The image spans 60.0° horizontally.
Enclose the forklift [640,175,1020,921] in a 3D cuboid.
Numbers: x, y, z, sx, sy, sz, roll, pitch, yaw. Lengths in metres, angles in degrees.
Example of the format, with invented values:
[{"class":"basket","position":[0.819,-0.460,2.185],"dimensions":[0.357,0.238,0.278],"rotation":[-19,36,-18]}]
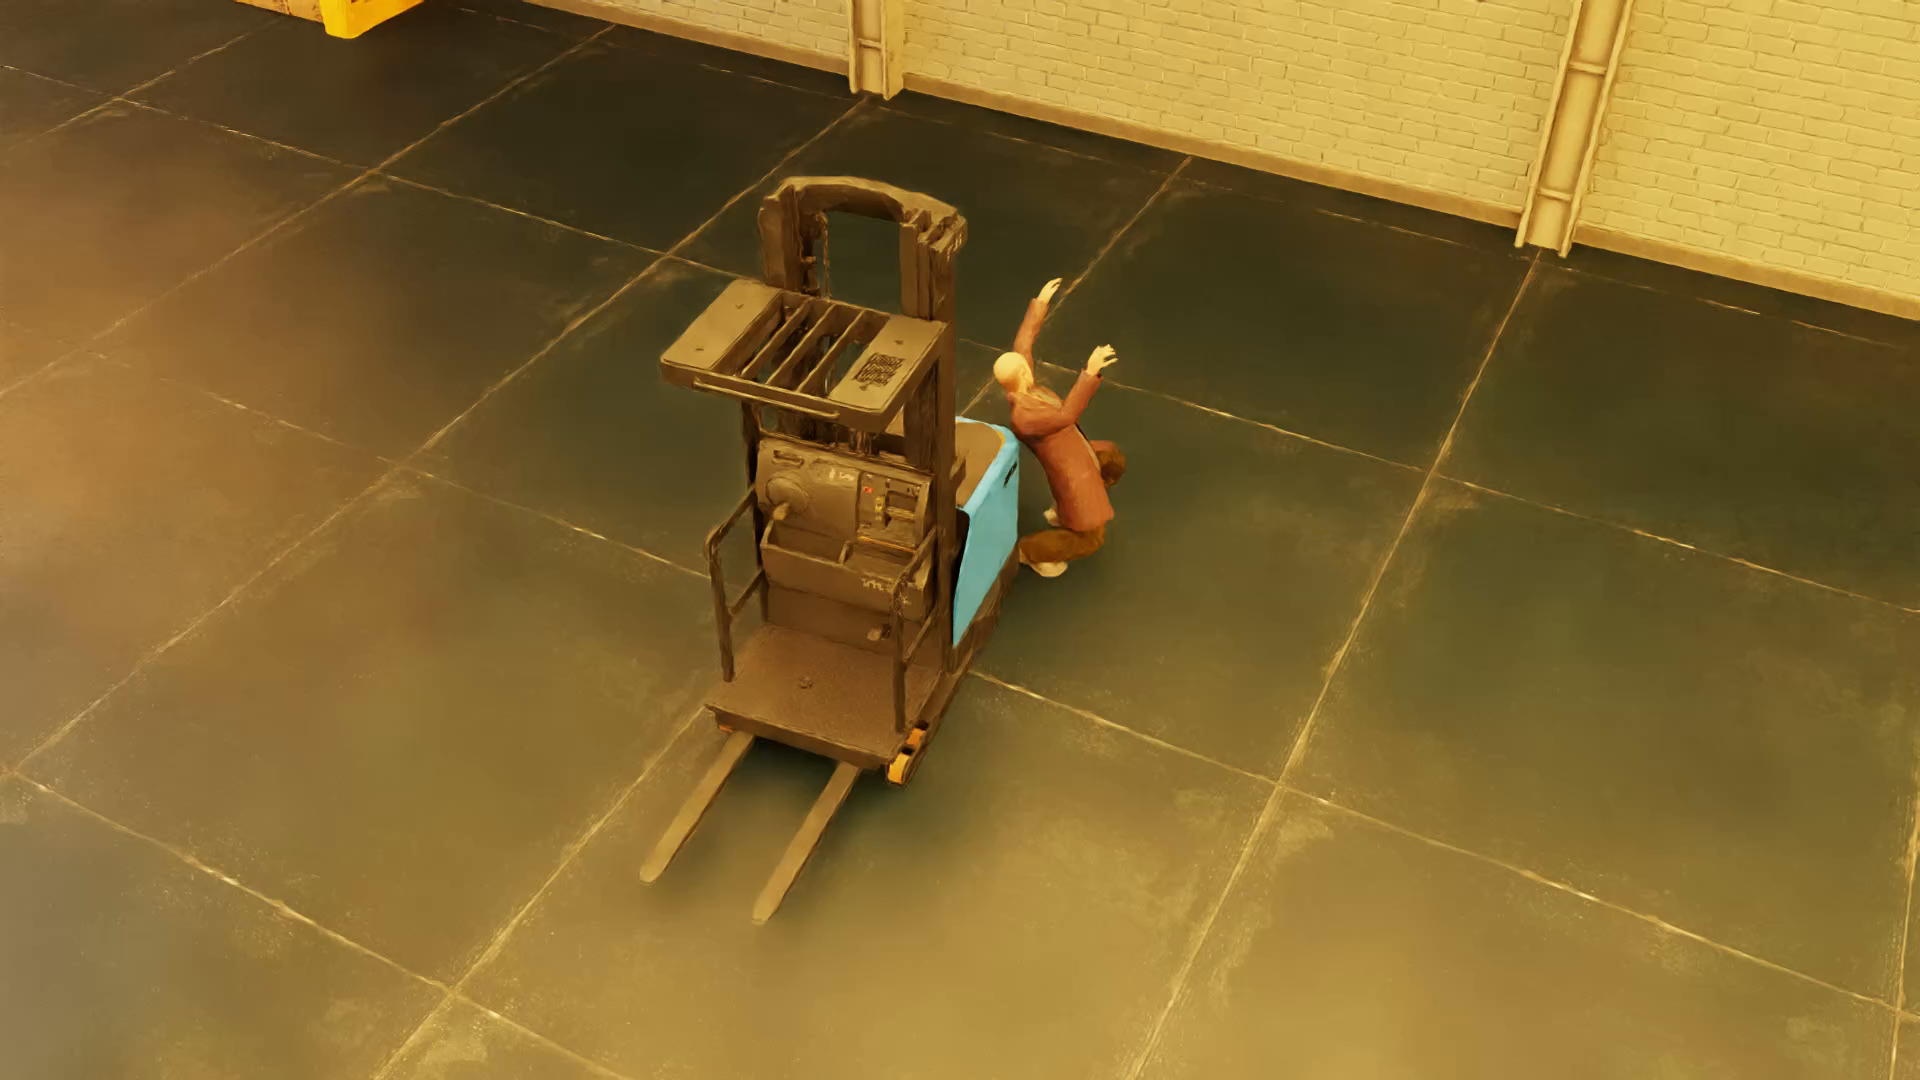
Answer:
[{"class":"forklift","position":[-0.668,-0.151,8.166],"dimensions":[1.130,2.935,3.031],"rotation":[14,42,17]}]

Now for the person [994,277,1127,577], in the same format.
[{"class":"person","position":[0.595,-0.608,9.689],"dimensions":[0.805,1.728,1.104],"rotation":[1,40,1]}]
